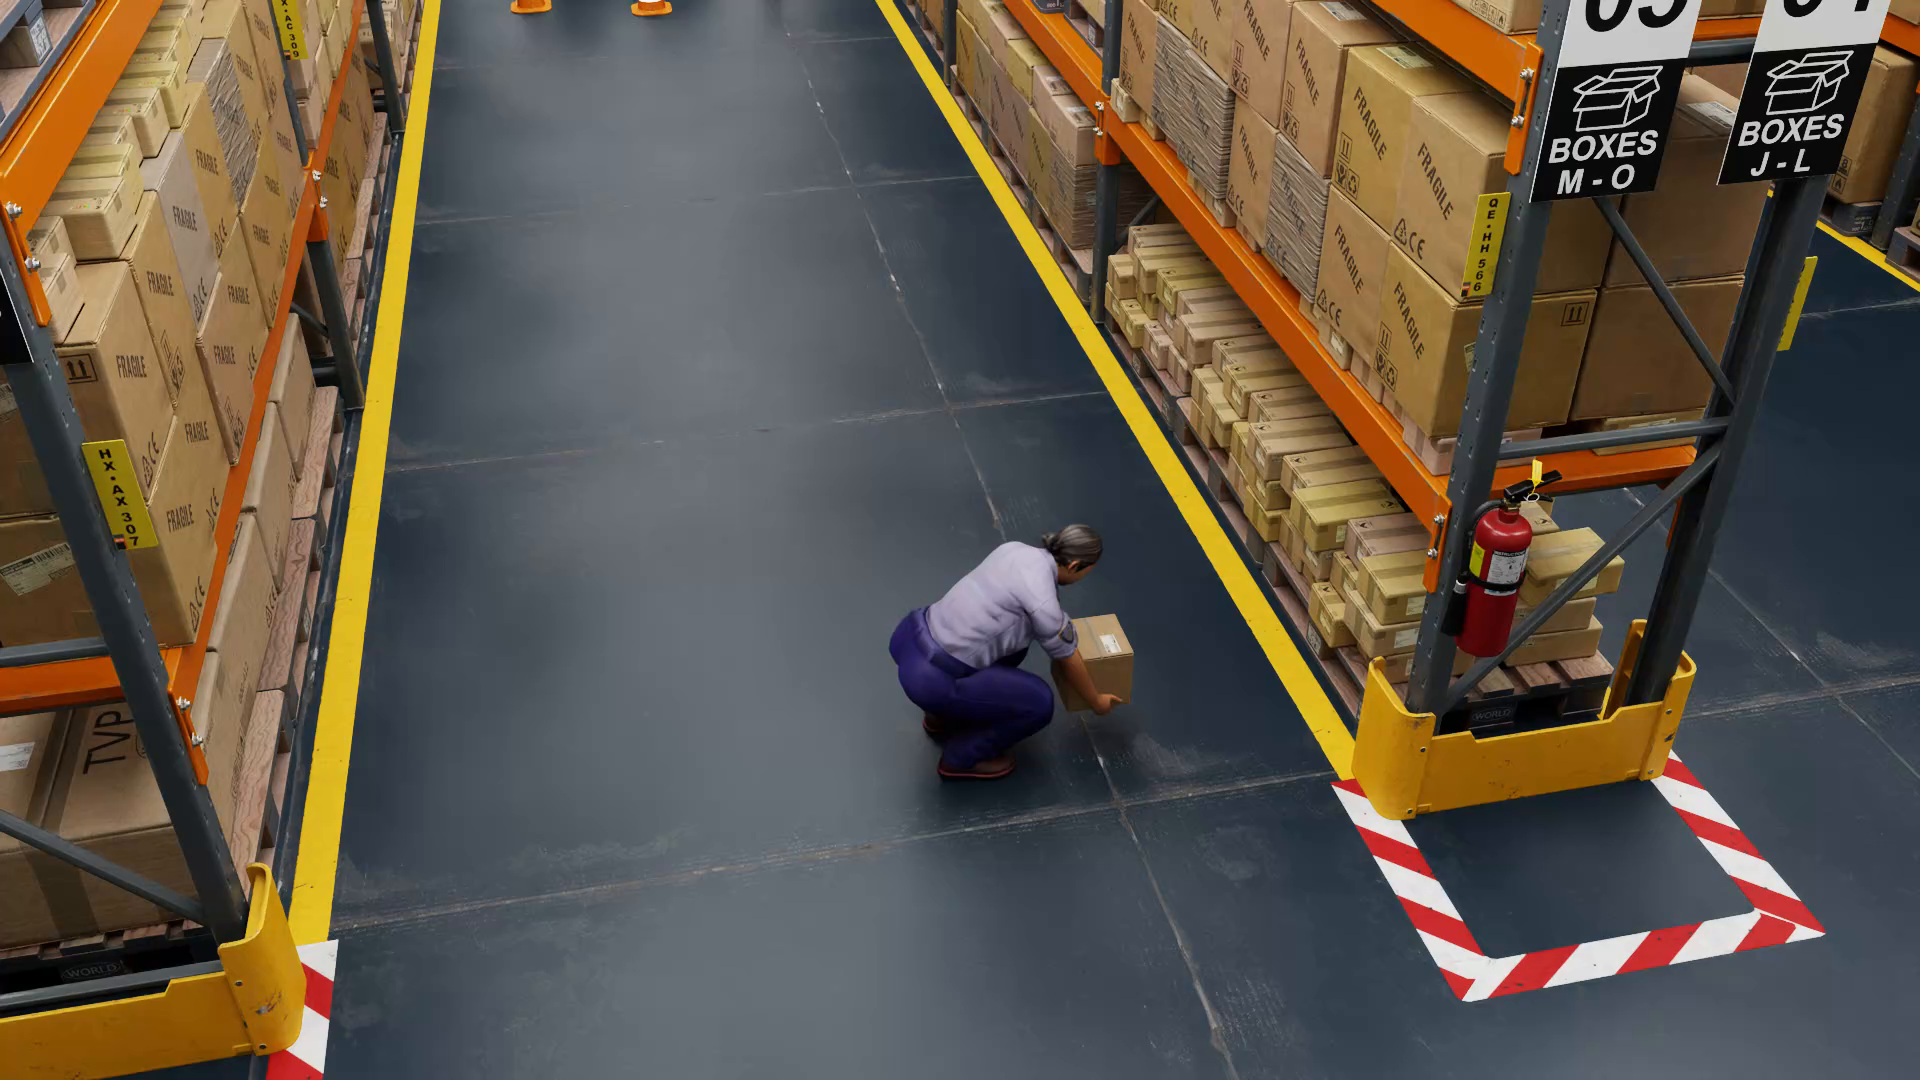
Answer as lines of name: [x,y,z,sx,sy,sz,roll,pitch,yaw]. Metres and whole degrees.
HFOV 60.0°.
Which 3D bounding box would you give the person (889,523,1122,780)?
person: [0.170,0.400,6.214,0.860,0.938,0.507,-8,35,-12]
